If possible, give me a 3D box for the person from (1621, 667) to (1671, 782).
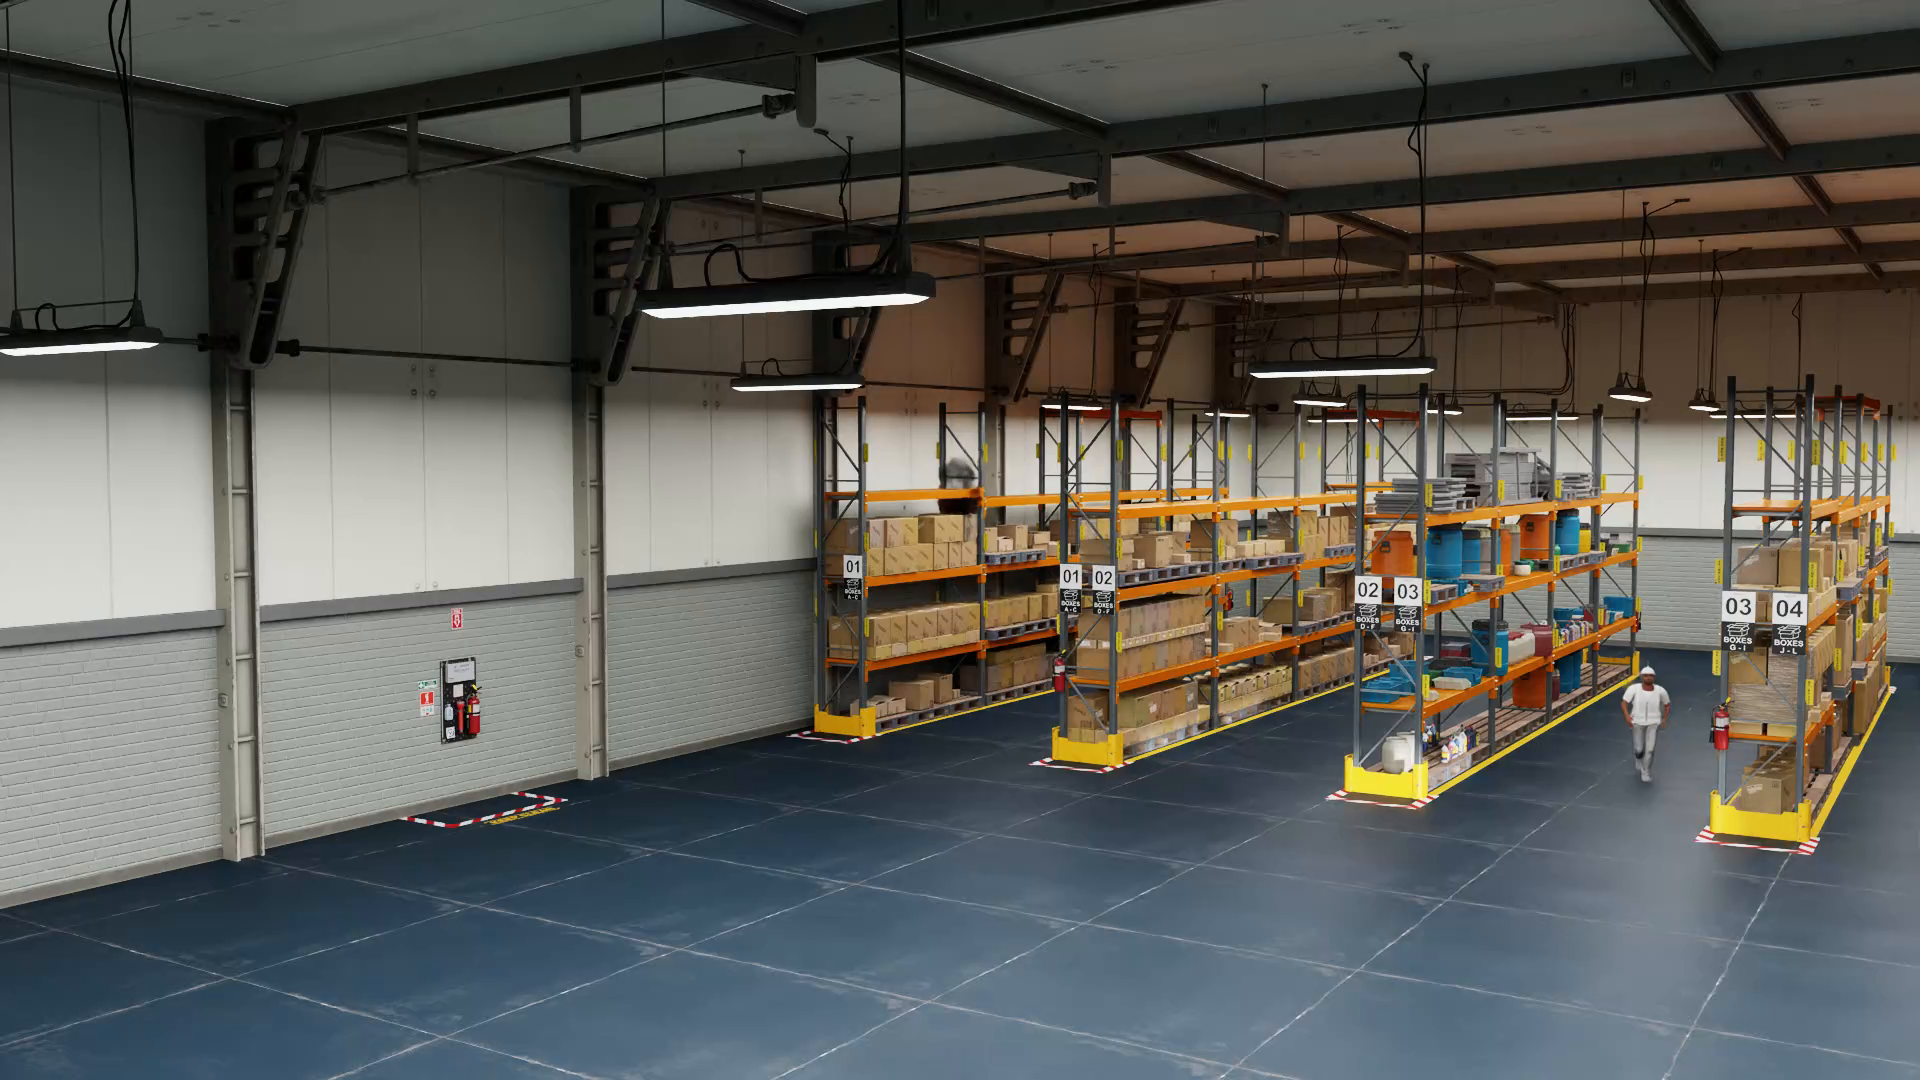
[{"bbox_3d":[10.524,2.804,25.512,0.706,1.731,0.629,1,3,21],"label":"person"}]
